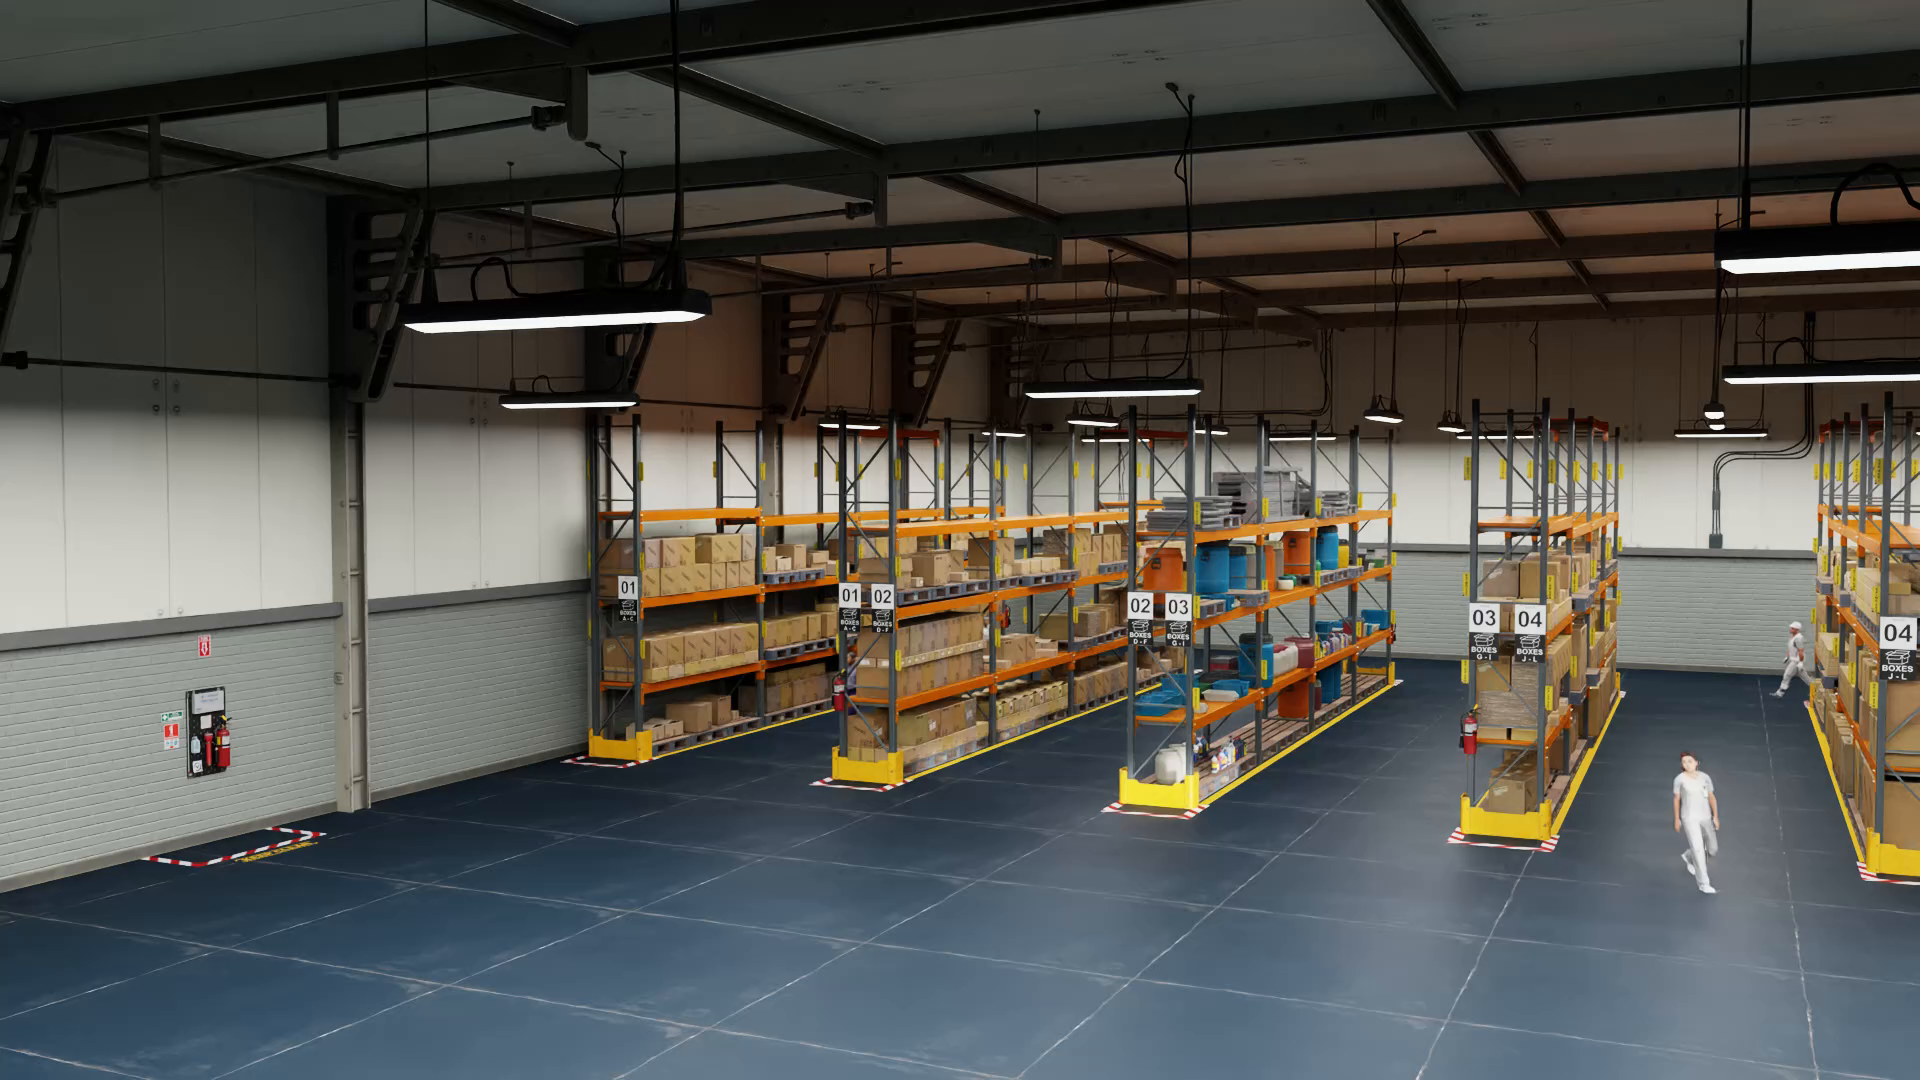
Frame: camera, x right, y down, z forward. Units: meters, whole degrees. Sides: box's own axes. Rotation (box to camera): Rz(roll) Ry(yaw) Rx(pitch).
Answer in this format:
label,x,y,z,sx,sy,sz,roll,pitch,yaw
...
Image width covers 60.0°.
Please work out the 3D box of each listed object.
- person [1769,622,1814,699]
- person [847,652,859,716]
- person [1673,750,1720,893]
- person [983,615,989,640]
label,x,y,z,sx,sy,sz,roll,pitch,yaw
person,18.317,2.648,36.380,1.102,1.732,0.534,1,2,15
person,-2.058,2.902,30.945,0.762,1.625,0.587,-2,3,-43
person,8.833,3.354,19.962,0.458,1.632,0.797,0,2,1
person,0.601,2.558,39.067,0.505,1.625,0.991,1,3,30
